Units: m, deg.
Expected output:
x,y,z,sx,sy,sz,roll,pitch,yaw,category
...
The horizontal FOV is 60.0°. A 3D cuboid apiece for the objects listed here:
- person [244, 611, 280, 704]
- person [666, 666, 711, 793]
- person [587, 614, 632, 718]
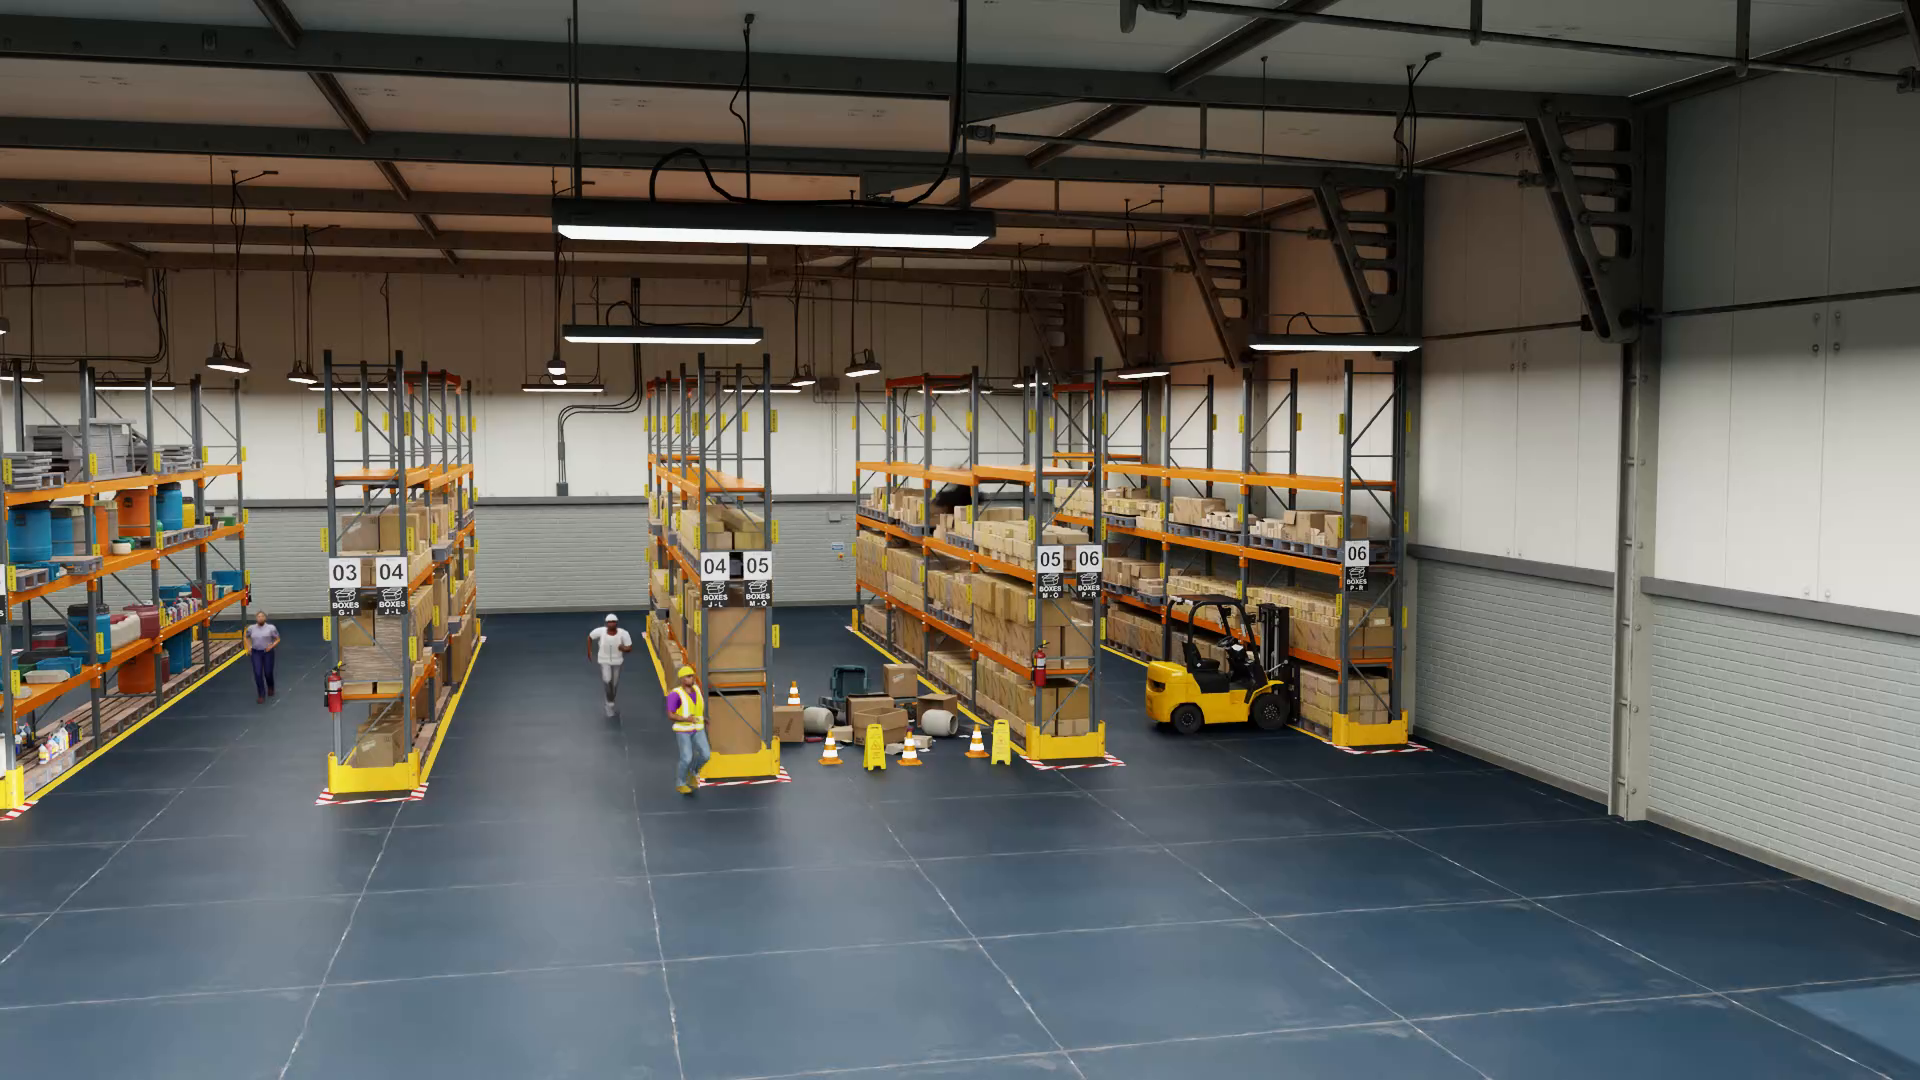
x,y,z,sx,sy,sz,roll,pitch,yaw,category
-12.642,2.101,30.105,0.599,1.640,0.726,-1,4,-19,person
-3.630,2.566,22.429,0.662,1.725,0.614,-4,5,-43,person
-6.011,2.143,28.583,0.729,1.785,0.835,-1,4,-17,person
